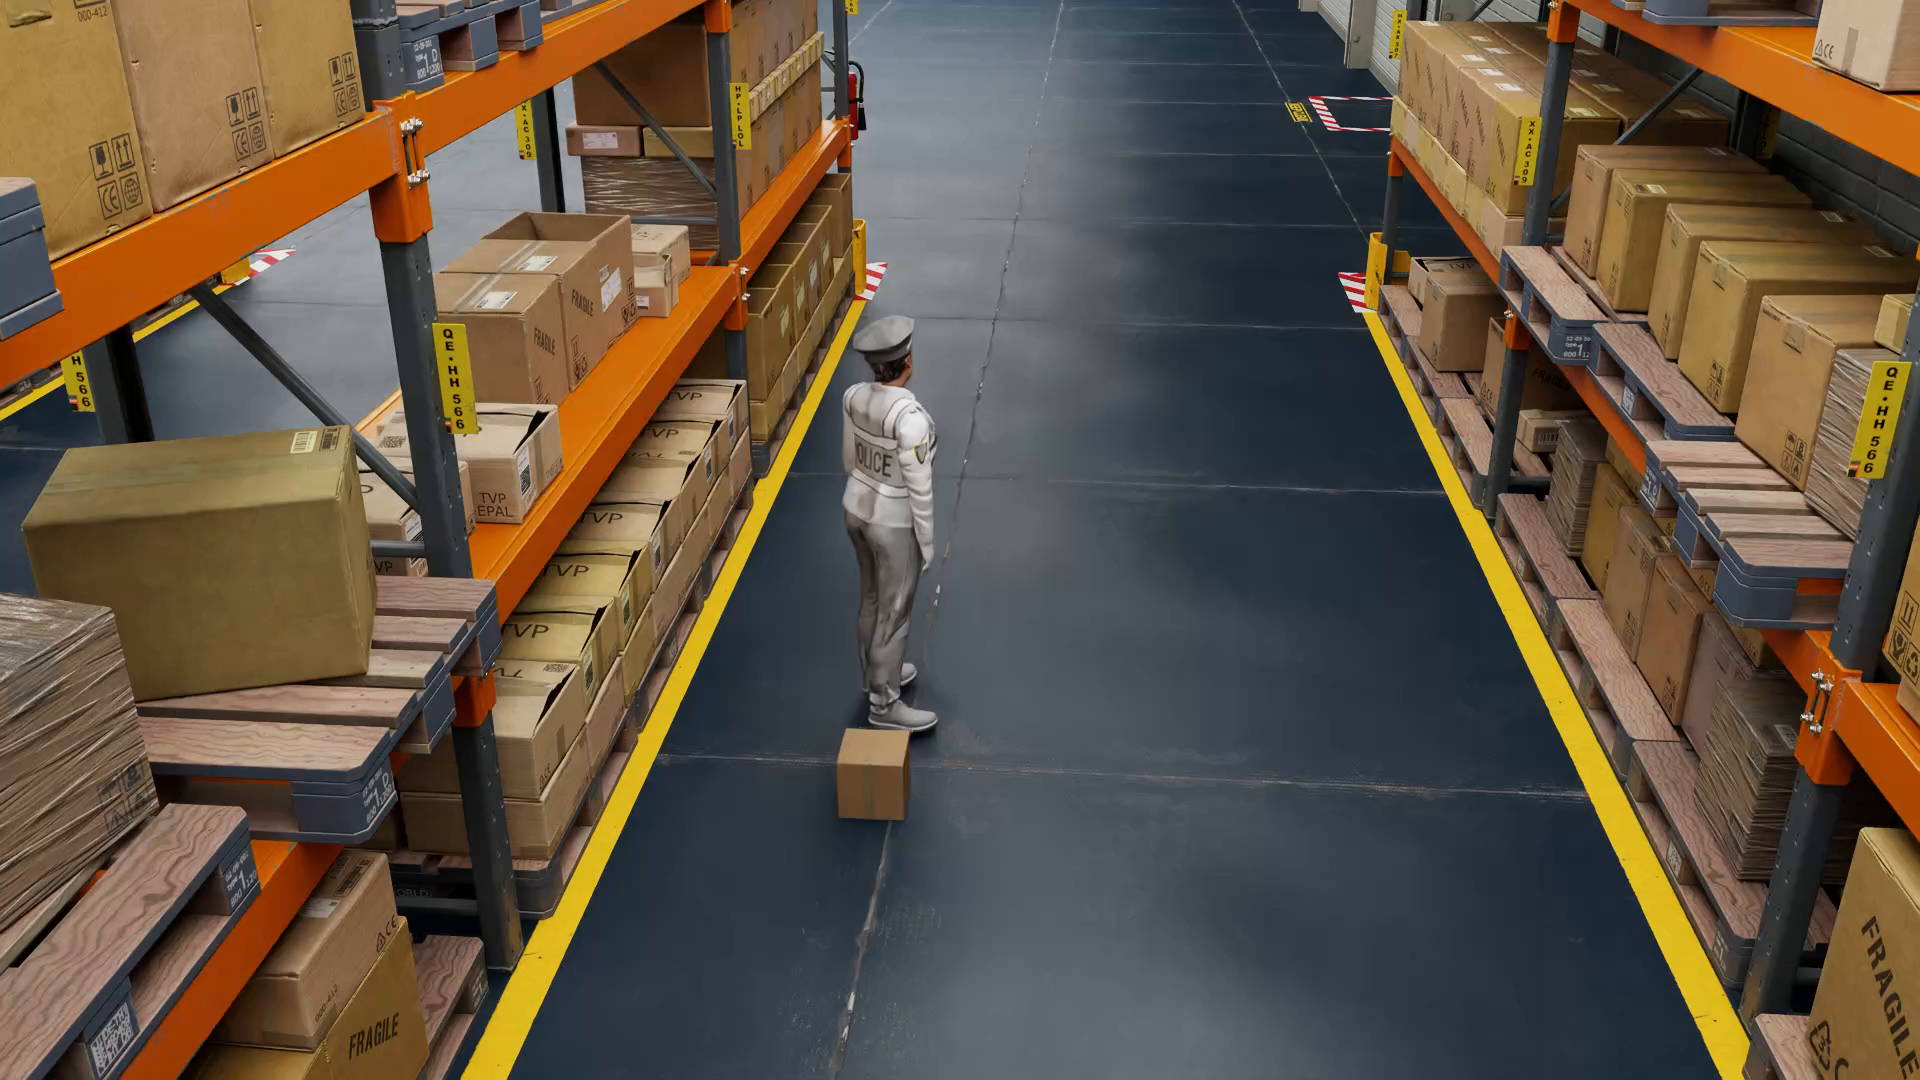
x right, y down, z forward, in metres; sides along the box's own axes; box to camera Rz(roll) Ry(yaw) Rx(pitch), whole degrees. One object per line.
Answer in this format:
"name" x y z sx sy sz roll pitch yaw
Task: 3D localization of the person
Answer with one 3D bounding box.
"person" -0.271 -0.068 6.678 0.405 1.679 0.528 -17 30 -32
